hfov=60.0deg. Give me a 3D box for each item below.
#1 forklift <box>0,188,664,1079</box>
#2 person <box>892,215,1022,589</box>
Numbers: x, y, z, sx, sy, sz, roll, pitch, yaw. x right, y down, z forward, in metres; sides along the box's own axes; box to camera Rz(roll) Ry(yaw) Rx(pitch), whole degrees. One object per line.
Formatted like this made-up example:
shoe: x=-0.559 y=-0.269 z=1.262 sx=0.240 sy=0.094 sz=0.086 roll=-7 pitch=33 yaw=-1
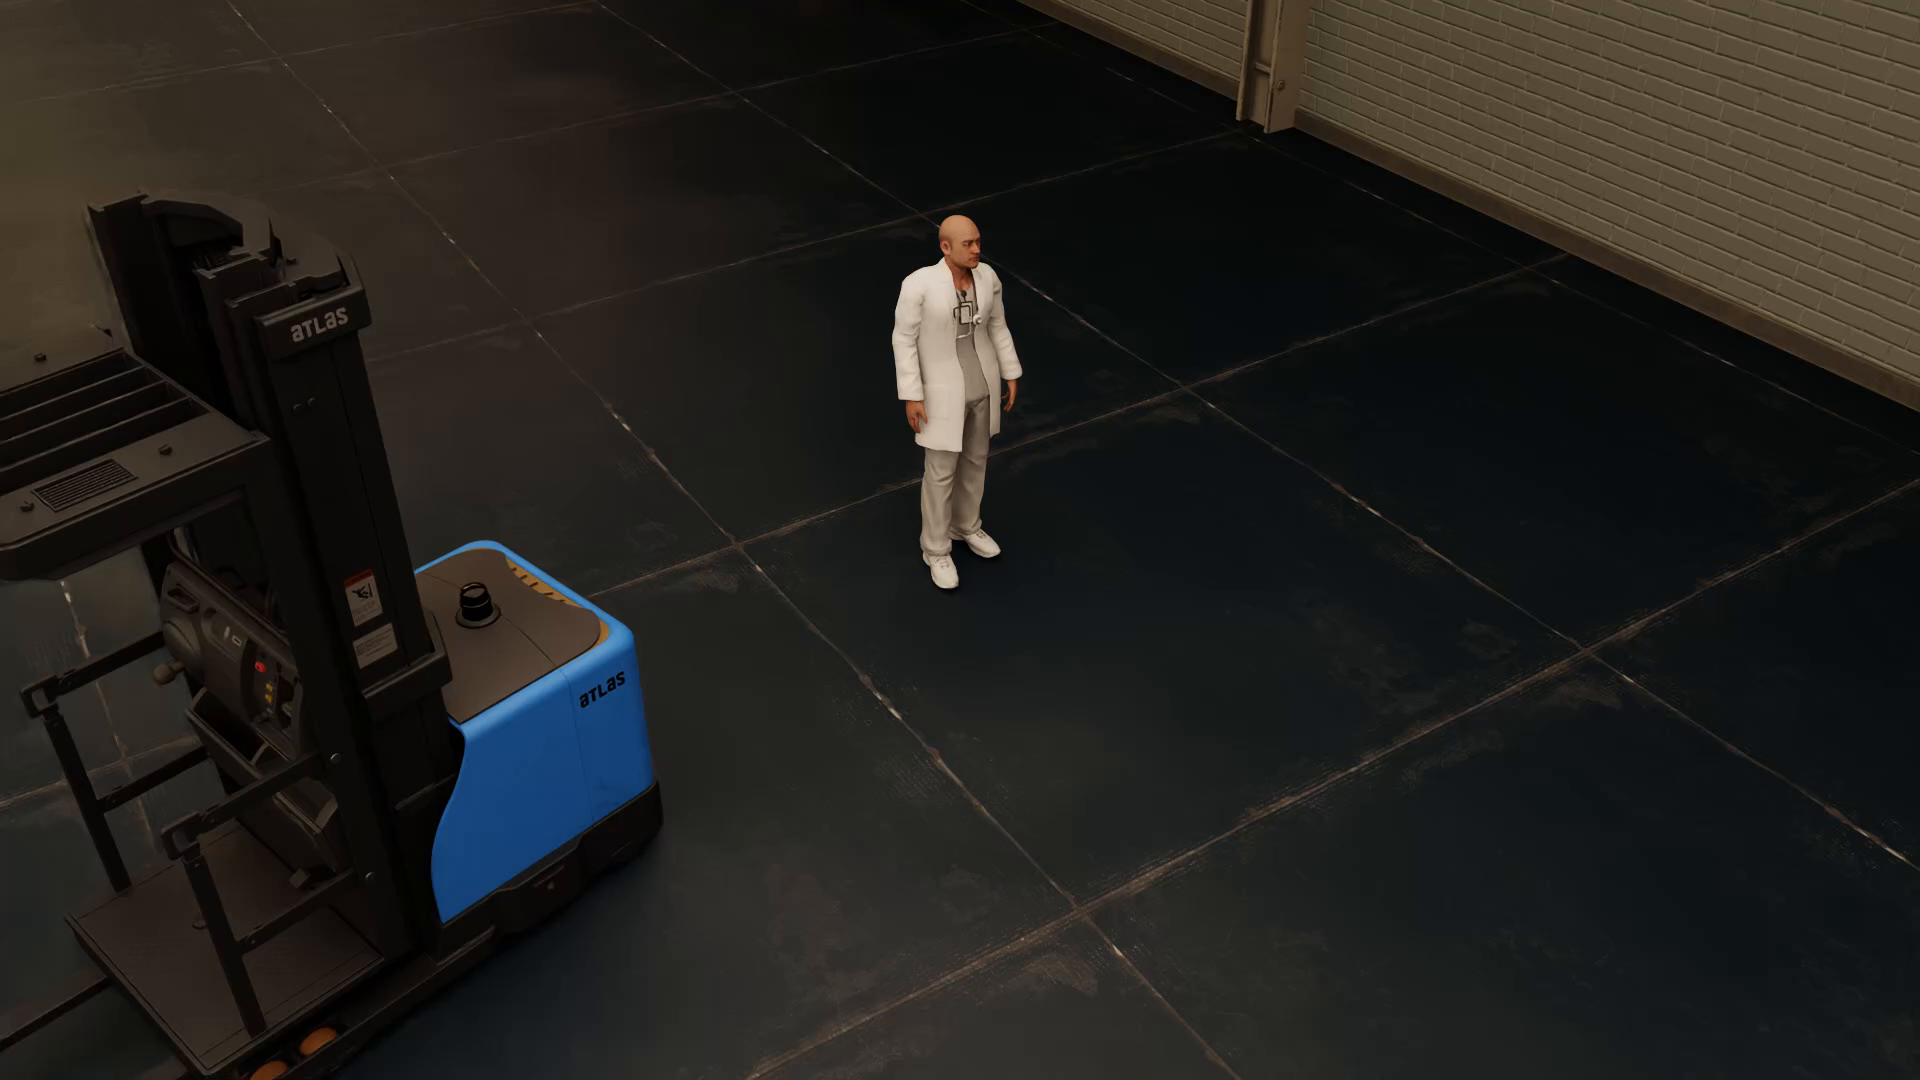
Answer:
forklift: x=-2.592 y=0.469 z=5.480 sx=1.130 sy=2.935 sz=3.031 roll=27 pitch=43 yaw=33
person: x=0.045 y=-0.688 z=8.118 sx=0.696 sy=1.776 sz=0.581 roll=-21 pitch=40 yaw=-27
